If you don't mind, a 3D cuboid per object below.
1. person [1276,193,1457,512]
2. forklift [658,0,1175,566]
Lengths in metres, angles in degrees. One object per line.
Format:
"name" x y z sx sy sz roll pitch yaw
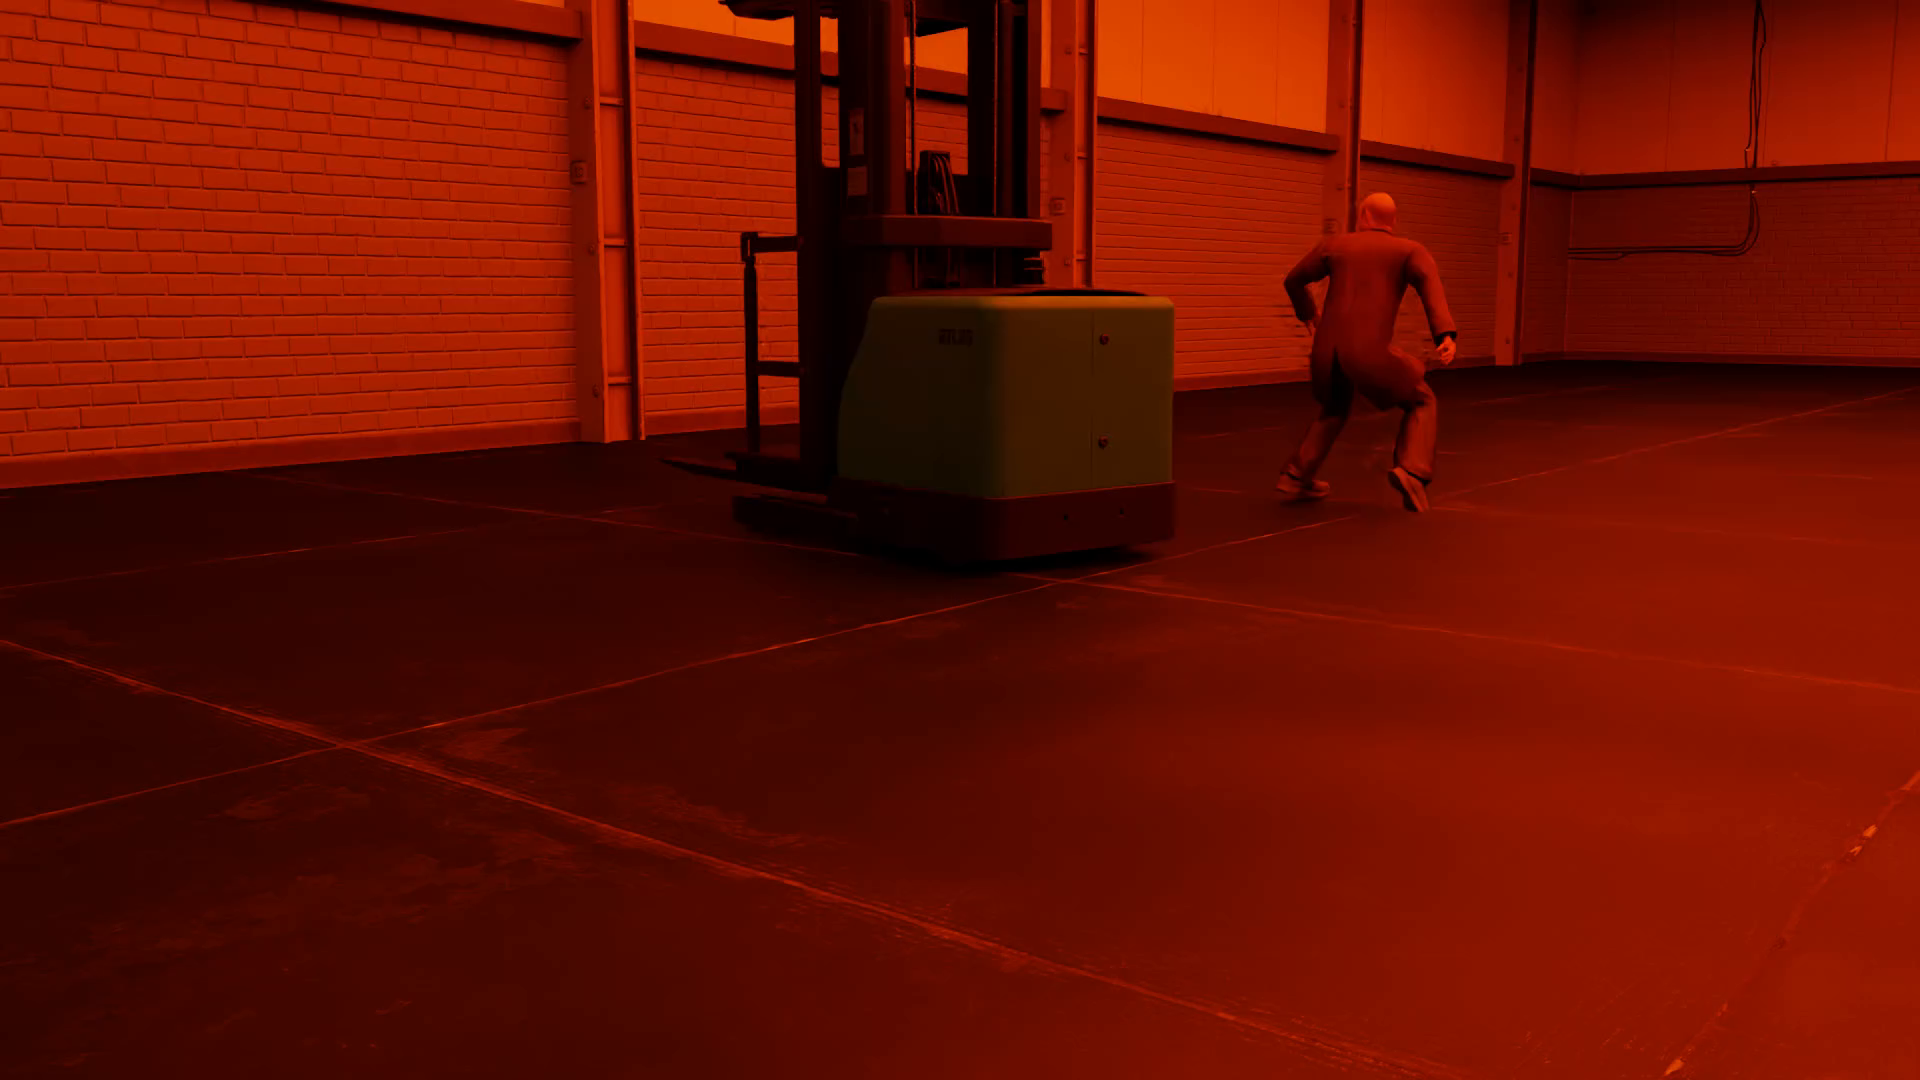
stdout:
"person" 2.130 -0.929 8.558 1.078 1.701 0.567 7 11 42
"forklift" -0.403 -1.515 7.634 1.130 2.935 3.031 -6 11 -38
